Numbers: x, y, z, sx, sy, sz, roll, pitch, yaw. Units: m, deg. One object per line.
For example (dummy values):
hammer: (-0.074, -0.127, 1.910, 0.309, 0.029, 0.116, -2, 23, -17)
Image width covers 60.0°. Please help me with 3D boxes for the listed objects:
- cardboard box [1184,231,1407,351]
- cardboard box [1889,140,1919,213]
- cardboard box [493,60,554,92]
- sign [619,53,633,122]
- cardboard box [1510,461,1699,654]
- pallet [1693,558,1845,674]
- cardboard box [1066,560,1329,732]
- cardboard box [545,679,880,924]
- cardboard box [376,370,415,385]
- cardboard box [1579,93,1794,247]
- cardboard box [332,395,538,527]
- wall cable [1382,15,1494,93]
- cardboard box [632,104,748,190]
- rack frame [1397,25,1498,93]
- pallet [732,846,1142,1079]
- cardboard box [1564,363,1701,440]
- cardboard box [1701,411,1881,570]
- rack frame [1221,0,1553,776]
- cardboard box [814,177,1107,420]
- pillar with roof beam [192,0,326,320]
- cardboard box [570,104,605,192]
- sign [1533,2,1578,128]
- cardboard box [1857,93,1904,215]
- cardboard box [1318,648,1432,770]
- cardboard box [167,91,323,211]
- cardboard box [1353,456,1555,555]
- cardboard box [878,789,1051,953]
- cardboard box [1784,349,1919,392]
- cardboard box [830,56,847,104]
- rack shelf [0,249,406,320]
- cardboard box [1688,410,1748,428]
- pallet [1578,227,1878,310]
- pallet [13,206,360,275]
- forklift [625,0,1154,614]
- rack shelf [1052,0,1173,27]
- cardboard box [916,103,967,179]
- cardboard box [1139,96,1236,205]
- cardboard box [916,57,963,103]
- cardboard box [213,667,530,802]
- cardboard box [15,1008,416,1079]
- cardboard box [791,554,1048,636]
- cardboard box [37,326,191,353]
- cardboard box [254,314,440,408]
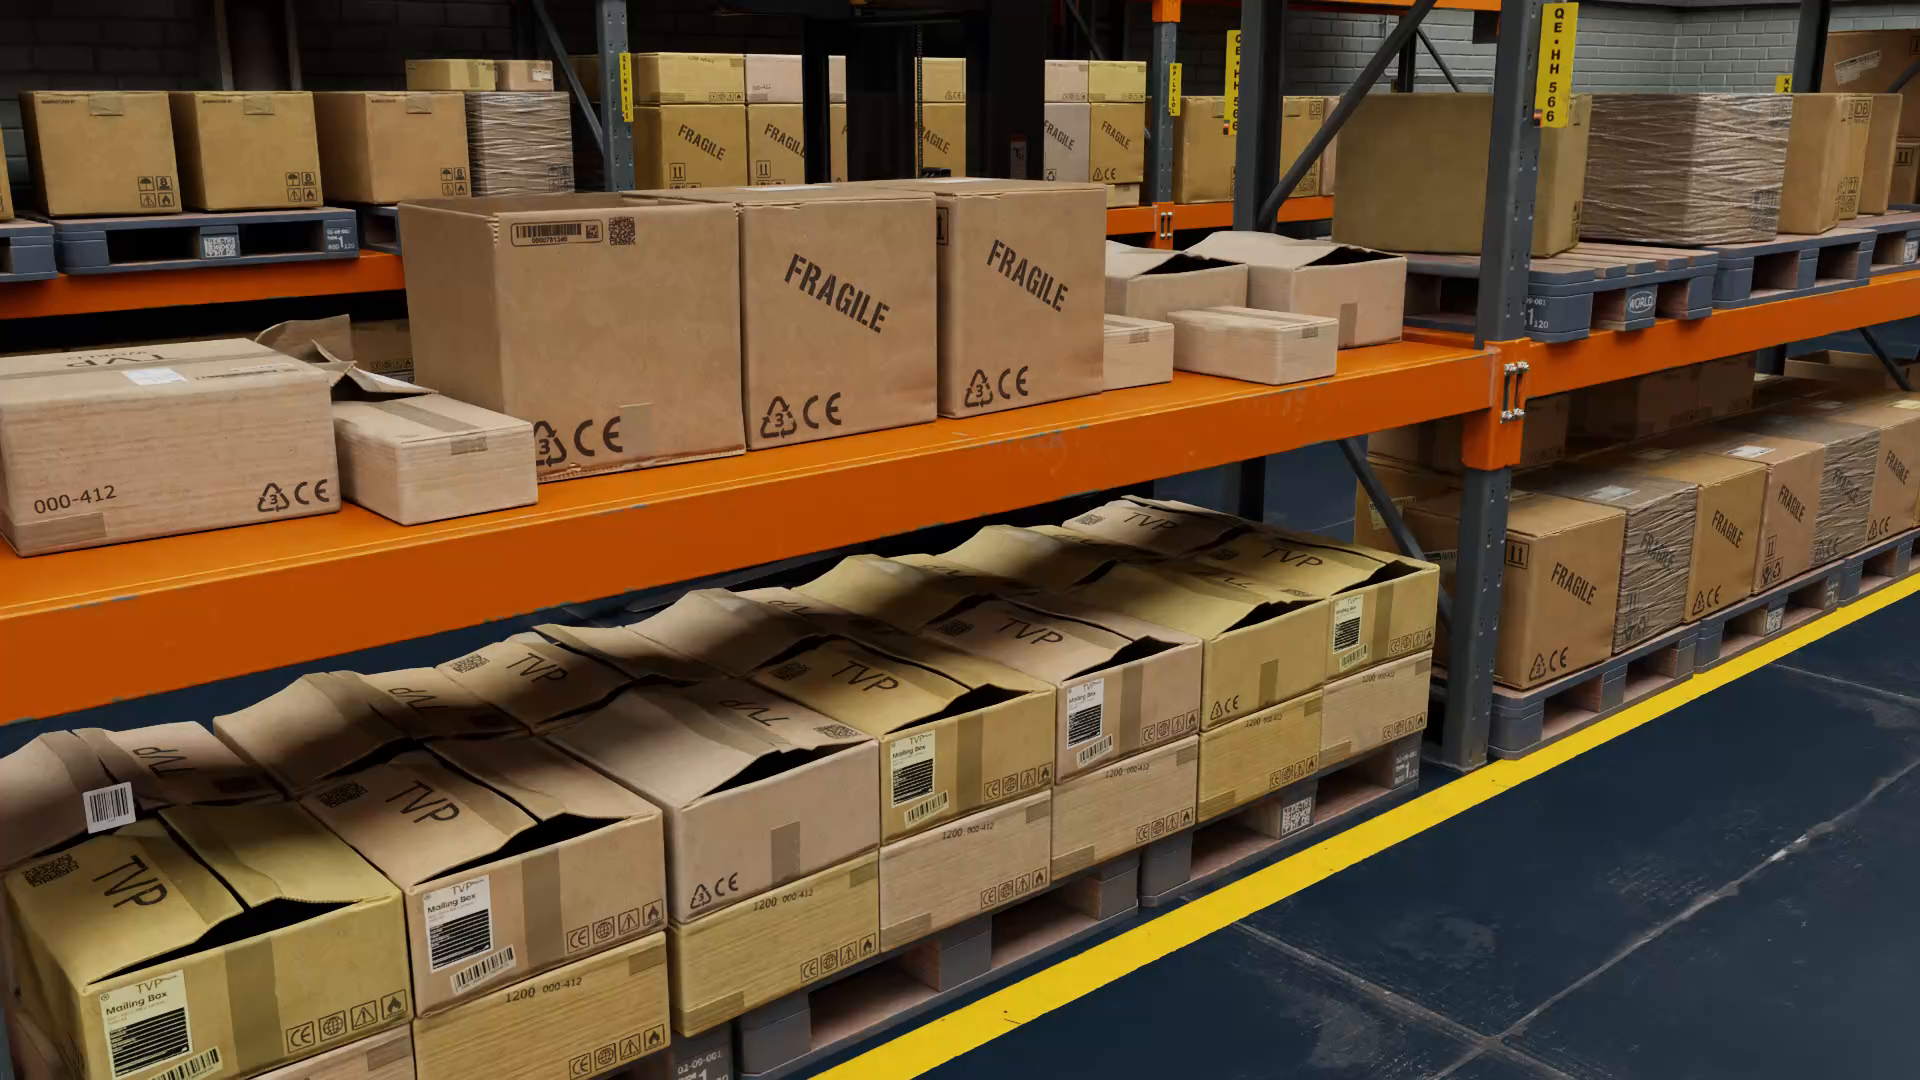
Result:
cardboard box: (0.950, -0.742, 4.888, 0.500, 0.311, 0.500, -11, 19, -36)
cardboard box: (4.479, -1.699, 8.104, 0.500, 0.500, 0.500, -12, 19, -38)
cardboard box: (-2.242, -2.312, 8.290, 0.380, 0.149, 0.250, 13, 20, 40)
sign: (-1.638, -2.219, 8.155, 0.005, 0.325, 0.100, -13, 19, -39)
cardboard box: (2.175, 0.046, 5.758, 0.500, 0.500, 0.500, -14, 20, -41)
pallet: (2.761, 0.184, 6.651, 1.213, 0.211, 1.003, -13, 19, -39)
cardboard box: (0.632, 0.242, 4.458, 0.500, 0.311, 0.500, -13, 20, -40)
cardboard box: (-0.518, 0.501, 3.491, 0.500, 0.311, 0.500, -14, 20, -41)
cardboard box: (-2.975, -0.610, 8.213, 0.500, 0.500, 0.700, -13, 20, -39)
cardboard box: (2.469, -1.336, 5.931, 0.500, 0.500, 0.700, -9, 17, -29)
cardboard box: (-0.962, -0.150, 2.984, 0.250, 0.149, 0.380, -13, 19, -39)
wall cable: (4.379, -4.049, 15.128, 1.851, 1.984, 0.084, -13, 19, -39)
cardboard box: (-1.467, -2.036, 8.751, 0.500, 0.500, 0.500, -12, 19, -38)
rack frame: (4.034, -3.157, 13.757, 0.127, 3.000, 1.000, -13, 19, -39)
pallet: (-0.313, 0.846, 4.172, 1.213, 0.211, 1.003, -13, 19, -39)
cardboard box: (2.613, -0.594, 6.700, 0.500, 0.250, 0.500, -13, 20, -40)
cardboard box: (3.329, -0.214, 6.731, 0.500, 0.500, 0.500, -12, 19, -39)
rack frame: (1.253, -0.838, 5.076, 0.127, 3.000, 1.000, -13, 19, -39)
cardboard box: (-0.002, -0.599, 3.987, 0.500, 0.500, 0.500, -14, 20, -42)
pillar with roof beam: (-0.724, -3.810, 4.578, 0.400, 9.000, 9.100, -13, 19, -39)
cardboard box: (-1.818, -2.135, 9.122, 0.500, 0.500, 0.500, -12, 19, -39)
sign: (1.620, -1.290, 4.524, 0.005, 0.325, 0.100, -13, 19, -39)
cardboard box: (3.766, -1.730, 7.408, 0.700, 0.500, 0.500, 8, 17, 28)
cardboard box: (1.016, 0.424, 4.865, 0.500, 0.250, 0.500, -12, 19, -38)
cardboard box: (-3.275, -1.766, 7.502, 0.500, 0.500, 0.700, -13, 19, -39)
cardboard box: (1.805, -0.047, 6.106, 0.500, 0.500, 0.500, -12, 19, -37)
cardboard box: (-0.138, 0.684, 3.891, 0.500, 0.250, 0.500, -12, 19, -38)
cardboard box: (4.514, -0.673, 8.447, 0.500, 0.500, 0.500, -13, 19, -39)
cardboard box: (-0.710, -2.569, 9.295, 0.500, 0.250, 0.500, -12, 19, -39)
rack shelf: (-3.510, -1.116, 7.508, 4.000, 0.370, 1.077, -13, 19, -39)
cardboard box: (2.969, -0.311, 7.091, 0.500, 0.500, 0.500, -12, 19, -39)
pallet: (2.717, -1.076, 6.337, 1.213, 0.211, 1.003, -13, 19, -39)
pallet: (-3.468, -1.366, 7.423, 1.213, 0.211, 1.003, -13, 19, -39)
forklift: (-0.414, -1.294, 6.914, 1.130, 2.935, 3.031, 13, 20, 39)
rack shelf: (-0.493, -3.242, 9.658, 4.000, 0.370, 1.077, -13, 19, -39)
cardboard box: (-0.303, -2.297, 9.727, 0.500, 0.500, 0.500, -12, 19, -38)
cardboard box: (1.436, -2.713, 11.514, 0.700, 0.700, 0.980, -12, 19, -39)
cardboard box: (-0.329, -2.657, 9.623, 0.500, 0.250, 0.500, -13, 20, -40)
cardboard box: (-1.259, 0.480, 3.568, 0.500, 0.311, 0.500, -12, 19, -38)
cardboard box: (-1.298, 0.945, 2.915, 0.500, 0.250, 0.500, -13, 20, -41)
cardboard box: (-0.112, 0.224, 4.525, 0.500, 0.311, 0.500, -13, 20, -41)
cardboard box: (-3.755, -0.784, 7.409, 0.500, 0.250, 0.500, -13, 20, -41)
cardboard box: (-1.222, -0.280, 3.248, 0.258, 0.266, 0.396, -13, 20, -41)
